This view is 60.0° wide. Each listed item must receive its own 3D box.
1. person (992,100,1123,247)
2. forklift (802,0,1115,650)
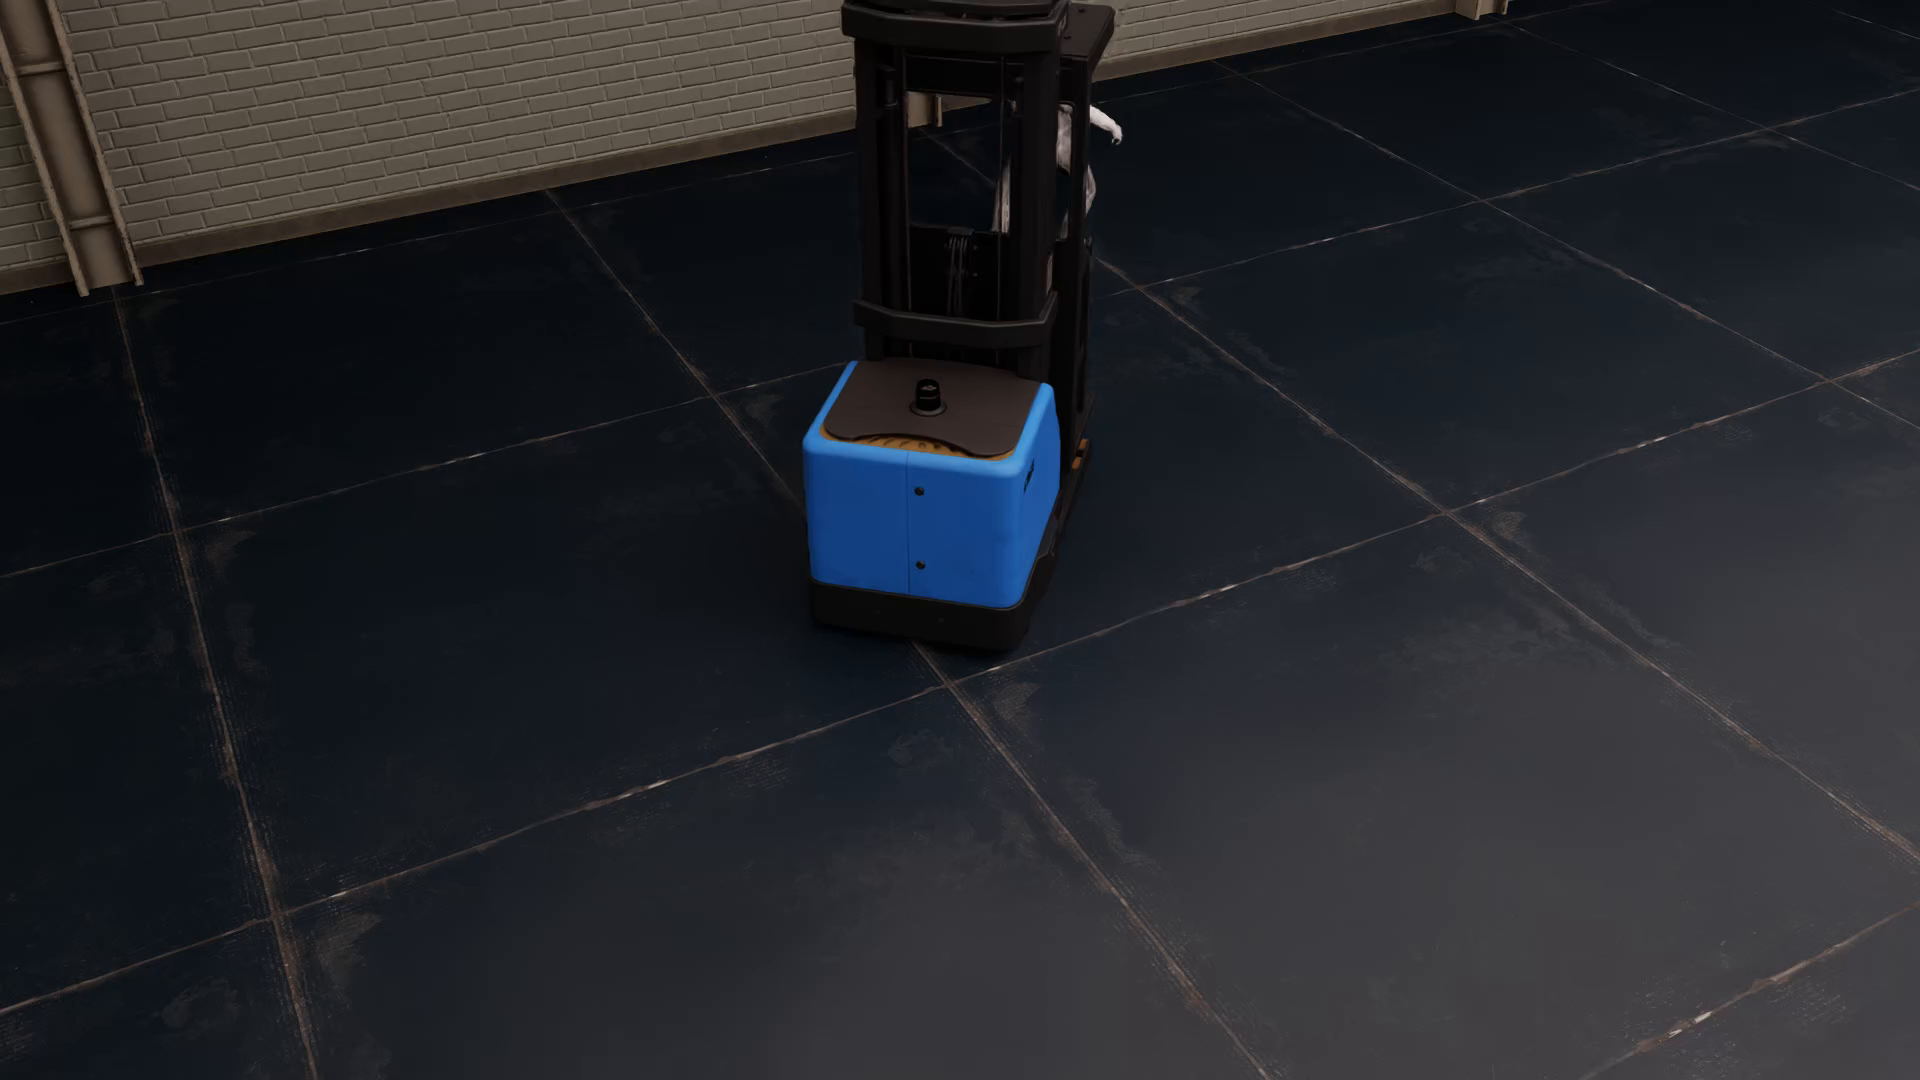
[{"bbox_3d":[0.657,-2.625,11.044,0.835,1.513,0.803,7,36,9],"label":"person"},{"bbox_3d":[0.113,-1.527,8.284,1.130,2.935,3.031,8,36,11],"label":"forklift"}]
